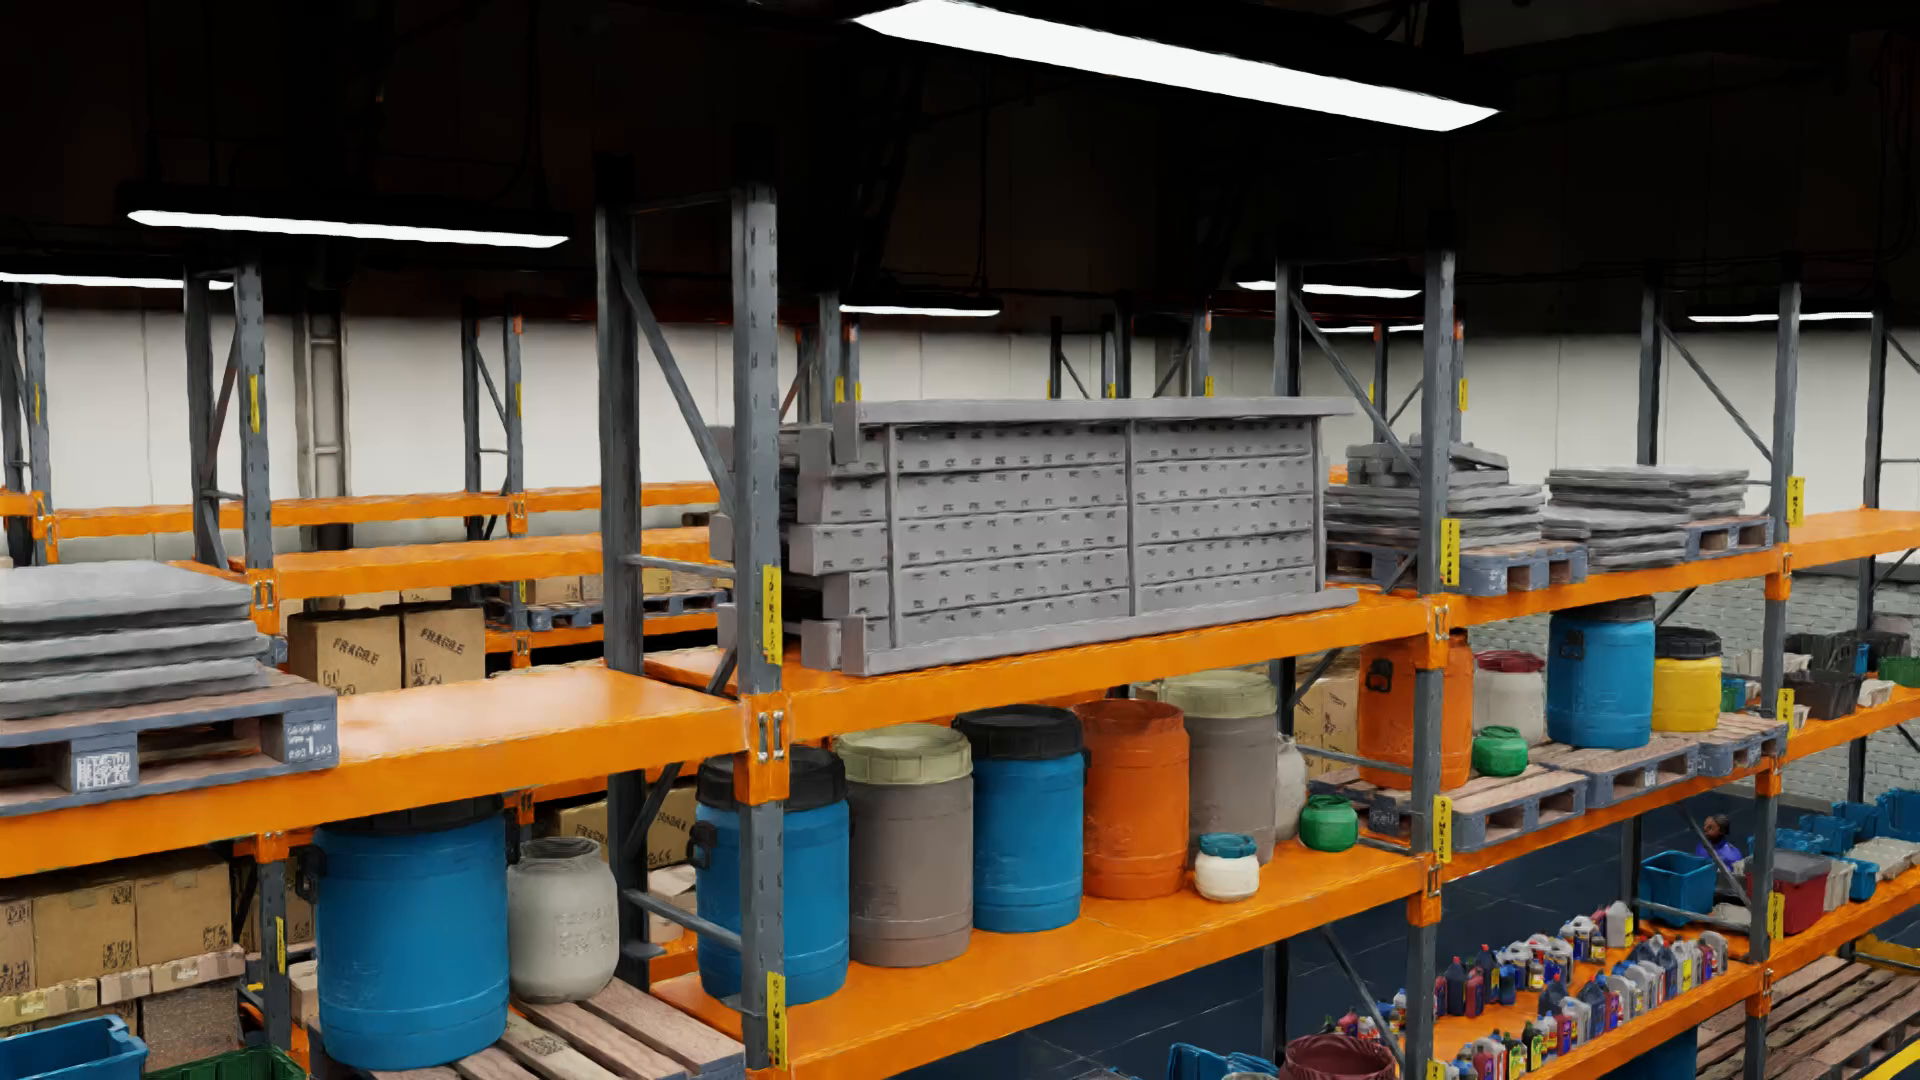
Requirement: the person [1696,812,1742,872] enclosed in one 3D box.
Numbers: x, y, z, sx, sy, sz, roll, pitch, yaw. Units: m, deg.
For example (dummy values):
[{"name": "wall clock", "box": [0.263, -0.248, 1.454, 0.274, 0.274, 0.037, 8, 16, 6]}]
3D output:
[{"name": "person", "box": [6.311, 3.050, 13.889, 1.002, 1.579, 0.443, -3, 6, -32]}]
